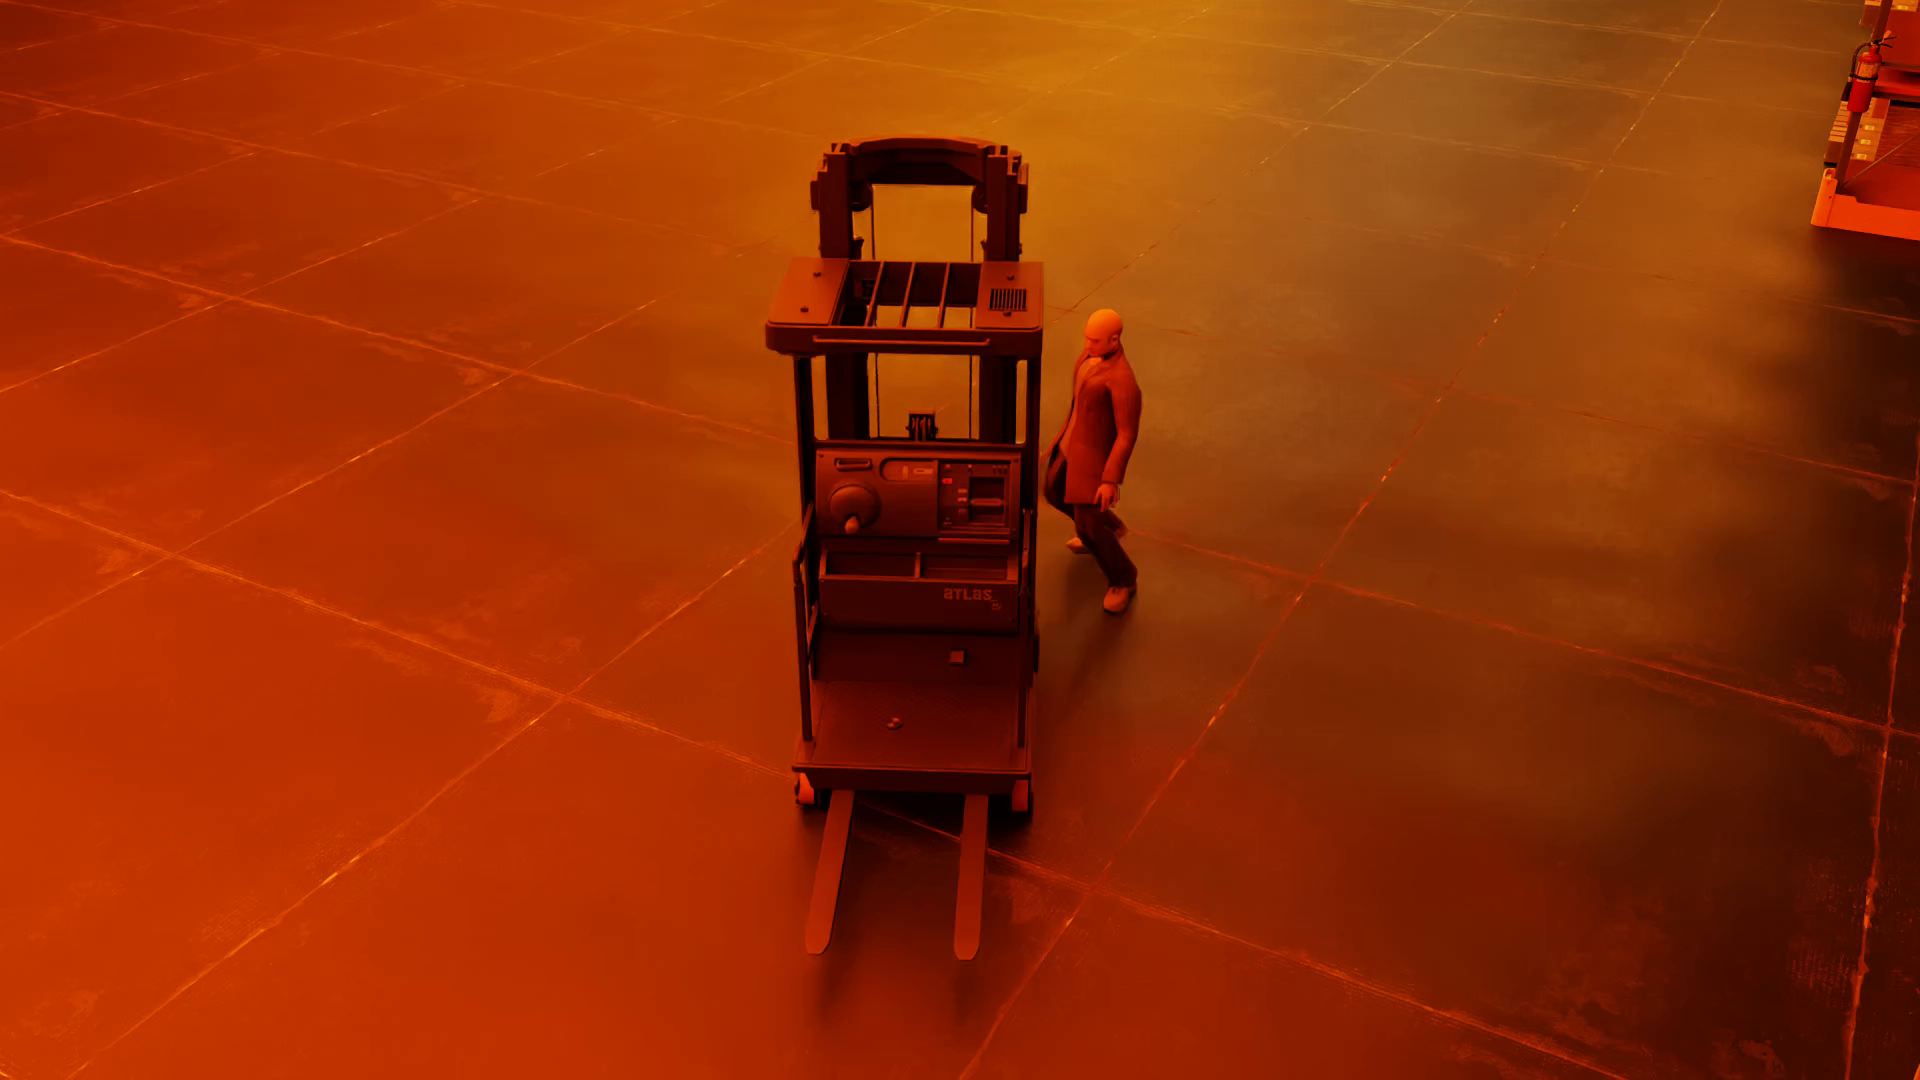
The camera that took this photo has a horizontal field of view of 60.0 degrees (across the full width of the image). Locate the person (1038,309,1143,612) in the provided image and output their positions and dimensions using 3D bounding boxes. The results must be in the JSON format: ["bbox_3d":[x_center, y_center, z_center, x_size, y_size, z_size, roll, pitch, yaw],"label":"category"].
[{"bbox_3d":[0.749,-0.532,9.254,0.577,1.687,0.939,-6,31,-10],"label":"person"}]

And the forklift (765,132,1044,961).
[{"bbox_3d":[-0.199,-0.161,7.350,1.130,2.935,3.031,2,30,3],"label":"forklift"}]
